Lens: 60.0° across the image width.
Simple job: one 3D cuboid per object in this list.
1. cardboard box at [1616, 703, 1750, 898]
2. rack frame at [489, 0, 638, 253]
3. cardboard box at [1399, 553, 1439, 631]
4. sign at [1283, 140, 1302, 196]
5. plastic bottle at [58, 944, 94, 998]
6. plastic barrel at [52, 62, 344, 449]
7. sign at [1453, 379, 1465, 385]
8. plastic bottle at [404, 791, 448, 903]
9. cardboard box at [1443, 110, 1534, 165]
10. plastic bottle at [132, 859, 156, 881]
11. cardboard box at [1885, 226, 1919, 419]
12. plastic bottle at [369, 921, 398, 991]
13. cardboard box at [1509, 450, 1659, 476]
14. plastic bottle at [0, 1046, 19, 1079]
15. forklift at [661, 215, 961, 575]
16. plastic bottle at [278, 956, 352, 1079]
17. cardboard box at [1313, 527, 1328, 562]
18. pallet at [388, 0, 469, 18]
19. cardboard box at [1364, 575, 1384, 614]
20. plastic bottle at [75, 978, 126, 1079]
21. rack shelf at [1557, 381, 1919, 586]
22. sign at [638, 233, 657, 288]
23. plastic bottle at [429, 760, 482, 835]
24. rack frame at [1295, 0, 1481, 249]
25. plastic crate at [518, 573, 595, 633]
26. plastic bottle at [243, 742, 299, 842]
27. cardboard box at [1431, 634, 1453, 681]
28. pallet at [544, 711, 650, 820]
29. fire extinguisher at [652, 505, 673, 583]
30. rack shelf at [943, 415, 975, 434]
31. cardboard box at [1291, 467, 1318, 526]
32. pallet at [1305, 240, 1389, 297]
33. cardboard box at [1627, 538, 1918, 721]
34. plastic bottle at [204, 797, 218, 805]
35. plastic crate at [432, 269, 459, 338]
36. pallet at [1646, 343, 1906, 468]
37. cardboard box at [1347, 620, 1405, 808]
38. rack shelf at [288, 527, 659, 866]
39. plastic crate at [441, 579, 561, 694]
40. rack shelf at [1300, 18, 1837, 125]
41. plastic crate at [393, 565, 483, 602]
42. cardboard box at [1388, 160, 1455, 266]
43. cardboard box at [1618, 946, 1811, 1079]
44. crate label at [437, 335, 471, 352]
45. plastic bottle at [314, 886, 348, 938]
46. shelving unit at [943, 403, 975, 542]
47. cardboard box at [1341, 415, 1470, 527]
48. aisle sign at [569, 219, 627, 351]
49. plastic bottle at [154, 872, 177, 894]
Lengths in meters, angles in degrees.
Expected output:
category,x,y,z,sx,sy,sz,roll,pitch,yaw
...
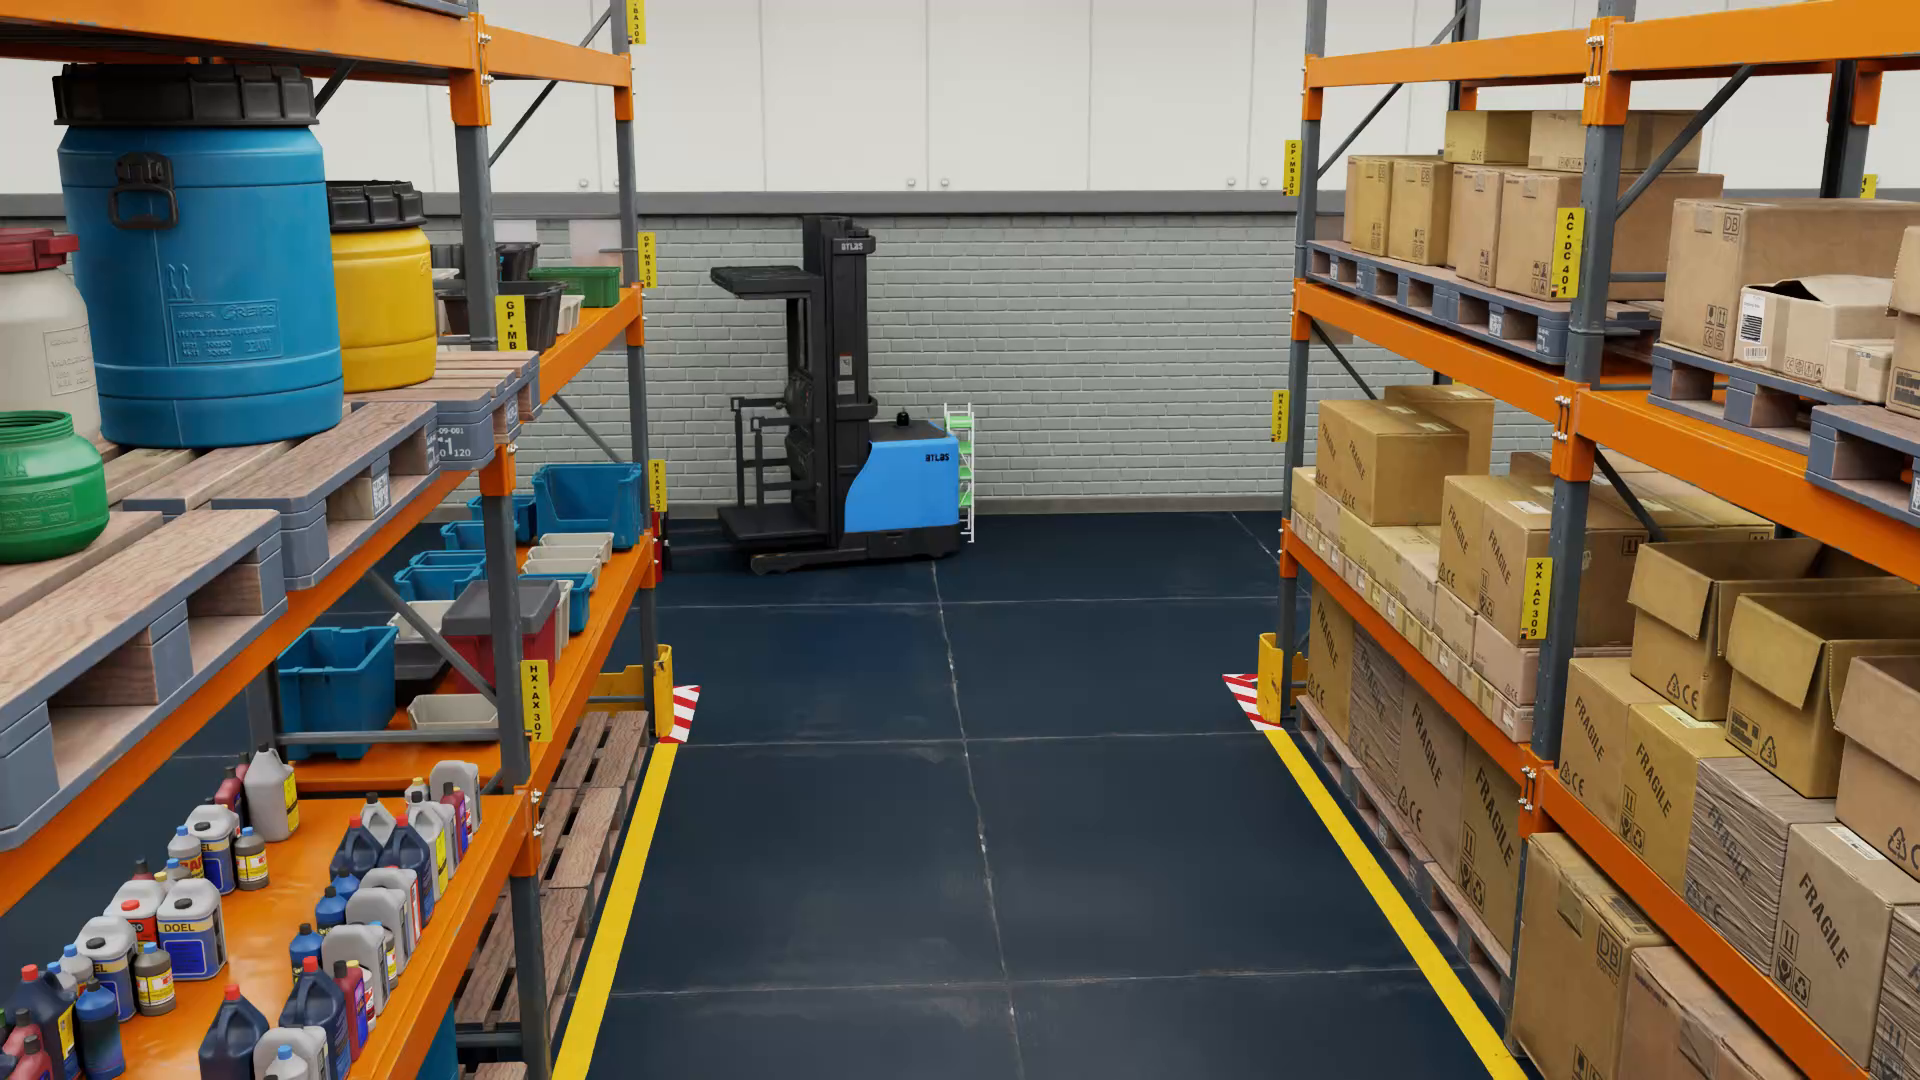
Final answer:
category,x,y,z,sx,sy,sz,roll,pitch,yaw
cardboard box,2.601,0.871,5.644,0.500,0.500,0.500,-1,14,-3
rack frame,-2.402,-3.148,9.424,1.000,3.000,0.127,-1,14,-3
cardboard box,2.434,0.243,7.988,0.500,0.250,0.500,-1,14,-2
sign,1.988,-2.226,9.948,0.100,0.325,0.005,-1,14,-3
plastic bottle,-2.454,1.253,4.618,0.097,0.271,0.097,0,14,0
plastic barrel,-1.895,-0.724,4.176,0.600,0.901,0.708,-1,14,-3
sign,3.084,-0.999,10.314,0.100,0.325,0.005,-1,14,-3
plastic bottle,-1.770,1.000,5.442,0.144,0.351,0.185,-1,14,-3
cardboard box,2.657,-1.932,7.971,0.500,0.250,0.500,-1,14,-5
plastic bottle,-2.502,1.128,5.081,0.061,0.283,0.133,-1,14,-3
cardboard box,2.890,-0.543,4.270,0.797,0.503,0.637,-1,14,-4
plastic bottle,-1.710,1.220,4.887,0.097,0.201,0.097,0,14,0
cardboard box,2.956,-0.133,7.948,0.500,0.500,0.500,-1,14,-5
plastic bottle,-2.396,1.353,4.071,0.144,0.351,0.185,-1,14,-3
forklift,-1.570,-1.270,14.303,3.031,2.935,1.130,-4,15,-16
plastic bottle,-1.702,1.274,4.378,0.144,0.351,0.185,-1,14,-3
cardboard box,2.268,0.024,9.642,0.380,0.149,0.250,-1,14,-5
pallet,-2.072,-1.662,4.833,1.003,0.211,1.213,-1,14,-3
cardboard box,2.331,0.279,8.650,0.380,0.149,0.250,-1,14,-5
plastic bottle,-2.298,1.299,4.438,0.097,0.271,0.097,0,14,0
rack shelf,2.914,0.069,4.385,1.077,0.370,4.000,-1,14,-3
sign,-1.854,-1.657,9.859,0.100,0.325,0.005,-1,14,-3
plastic bottle,-1.807,0.906,5.959,0.152,0.276,0.135,-1,14,-3
rack frame,2.542,-3.224,9.721,1.000,3.000,0.127,-1,14,-3
plastic crate,-2.018,0.317,8.215,0.416,0.233,0.300,-1,14,-3
plastic bottle,-2.453,0.879,5.912,0.144,0.351,0.185,-1,14,-3
cardboard box,2.396,0.535,7.654,0.380,0.149,0.250,-1,14,-2
pallet,-2.389,1.314,9.719,1.003,0.211,1.213,-1,14,-3
fire extinguisher,-1.957,-0.069,10.401,0.296,0.674,0.183,-1,14,-3
rack shelf,-0.010,-1.025,15.157,0.258,0.148,0.480,-1,14,-3
cardboard box,2.302,-0.266,9.970,0.500,0.250,0.500,-1,14,-5
pallet,2.598,-1.544,9.389,1.003,0.211,1.213,-1,14,-3
cardboard box,2.838,0.301,5.848,0.797,0.503,0.637,-1,14,-5
plastic bottle,-2.517,0.999,5.607,0.097,0.271,0.097,0,14,0
plastic crate,-2.572,-1.081,7.652,0.437,0.282,0.530,-1,14,-3
pallet,2.896,-0.457,5.369,0.805,0.209,1.217,-1,15,-6
cardboard box,2.718,0.891,9.188,0.875,0.875,0.875,-1,14,-3
rack shelf,-2.278,0.604,8.328,1.077,0.370,4.000,-1,14,-3
plastic crate,-1.959,0.467,7.168,0.402,0.464,0.583,-1,14,-3
rack shelf,2.666,-2.184,7.927,1.077,0.370,4.000,-1,14,-3
plastic crate,-2.615,0.278,8.364,0.416,0.233,0.300,-1,14,-3
cardboard box,2.623,-1.673,8.470,0.700,0.500,0.500,-2,15,-7
cardboard box,2.906,1.883,5.333,1.225,0.875,0.875,-1,14,-5
crate label,-1.896,-0.698,6.454,0.293,0.136,0.466,-1,14,-3
plastic bottle,-1.868,1.164,4.963,0.097,0.271,0.097,0,14,0
shelving unit,-0.010,-0.622,15.260,0.258,1.200,0.503,-1,14,-3
cardboard box,2.371,-0.377,8.893,0.500,0.500,0.500,-1,14,-5
aisle sign,-2.114,-1.524,9.935,0.394,0.787,0.004,-1,14,-3
plastic bottle,-2.491,1.139,5.204,0.097,0.201,0.097,0,14,0
